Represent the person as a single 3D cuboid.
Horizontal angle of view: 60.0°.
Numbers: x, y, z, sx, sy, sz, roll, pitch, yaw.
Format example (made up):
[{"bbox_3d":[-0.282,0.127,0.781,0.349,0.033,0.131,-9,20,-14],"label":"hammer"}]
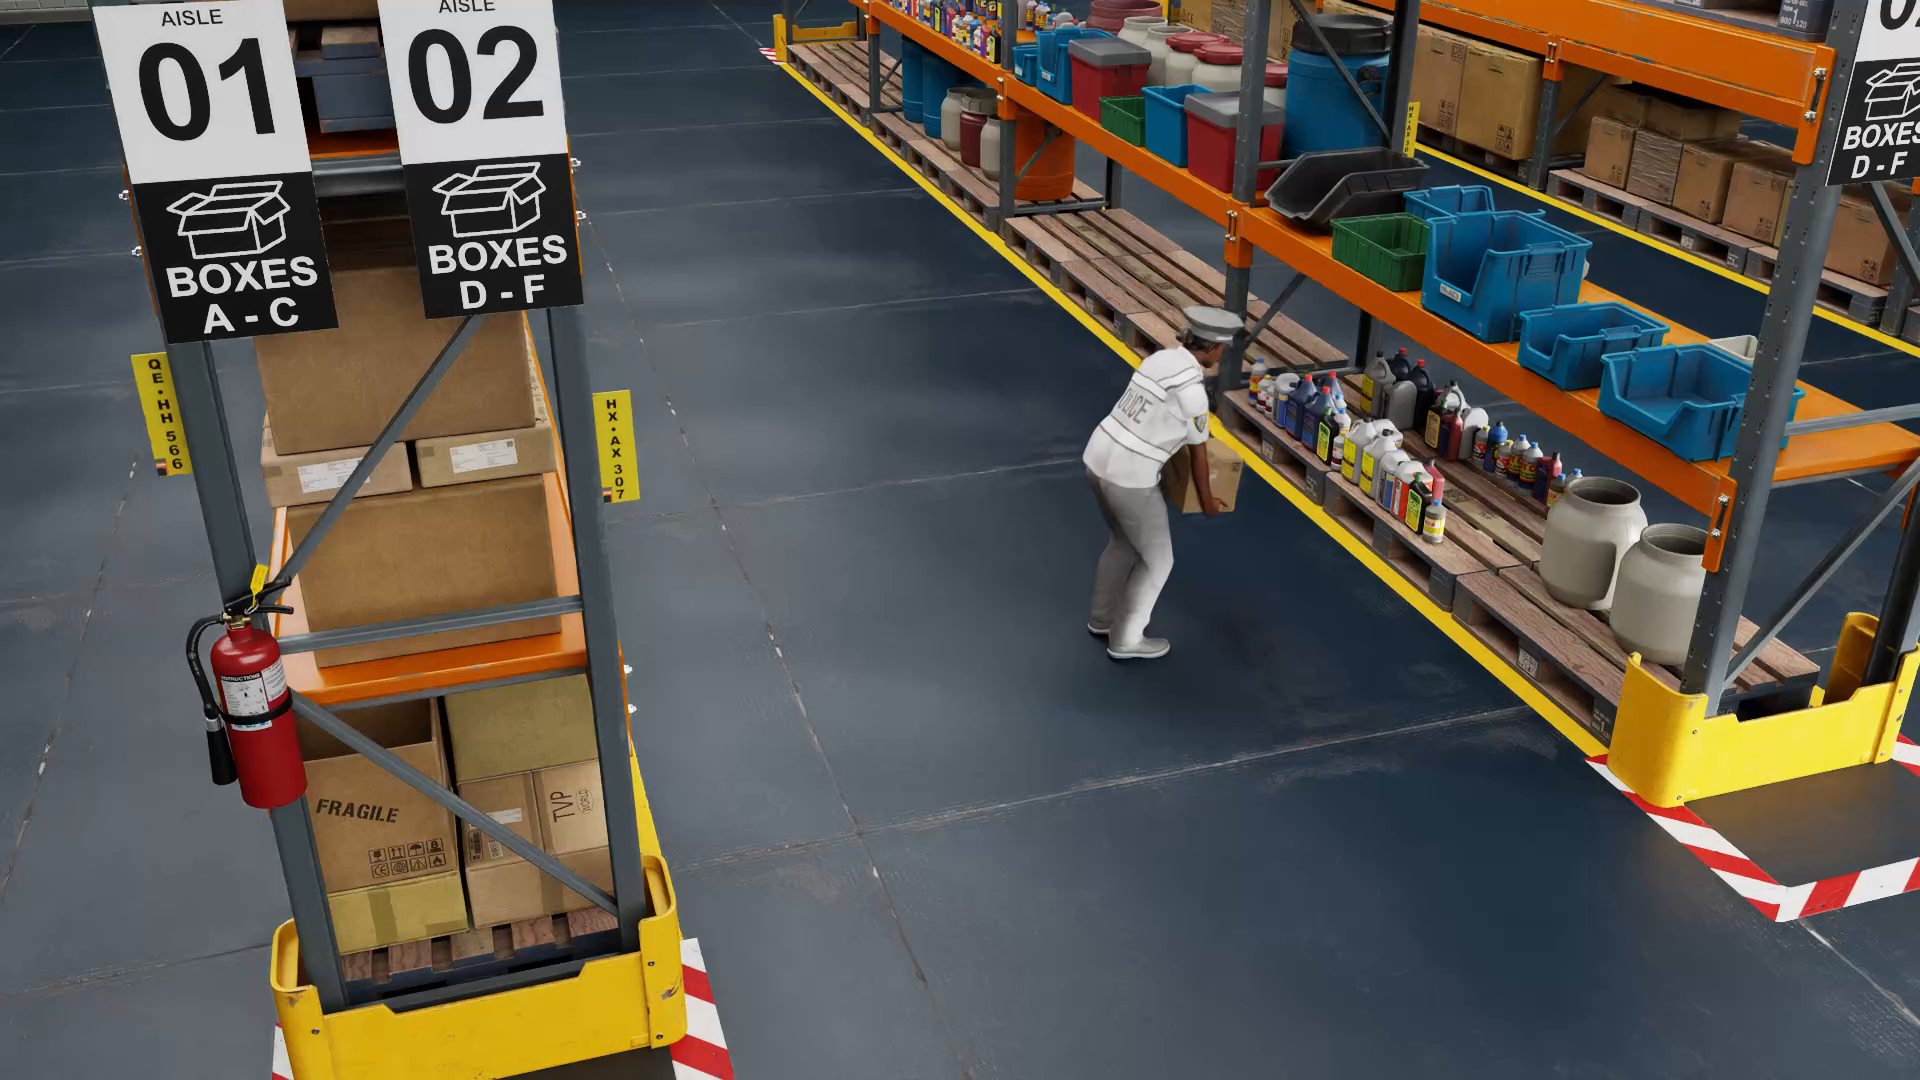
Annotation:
[{"bbox_3d":[0.866,-0.246,7.256,0.668,1.540,0.414,-9,28,-17],"label":"person"}]
